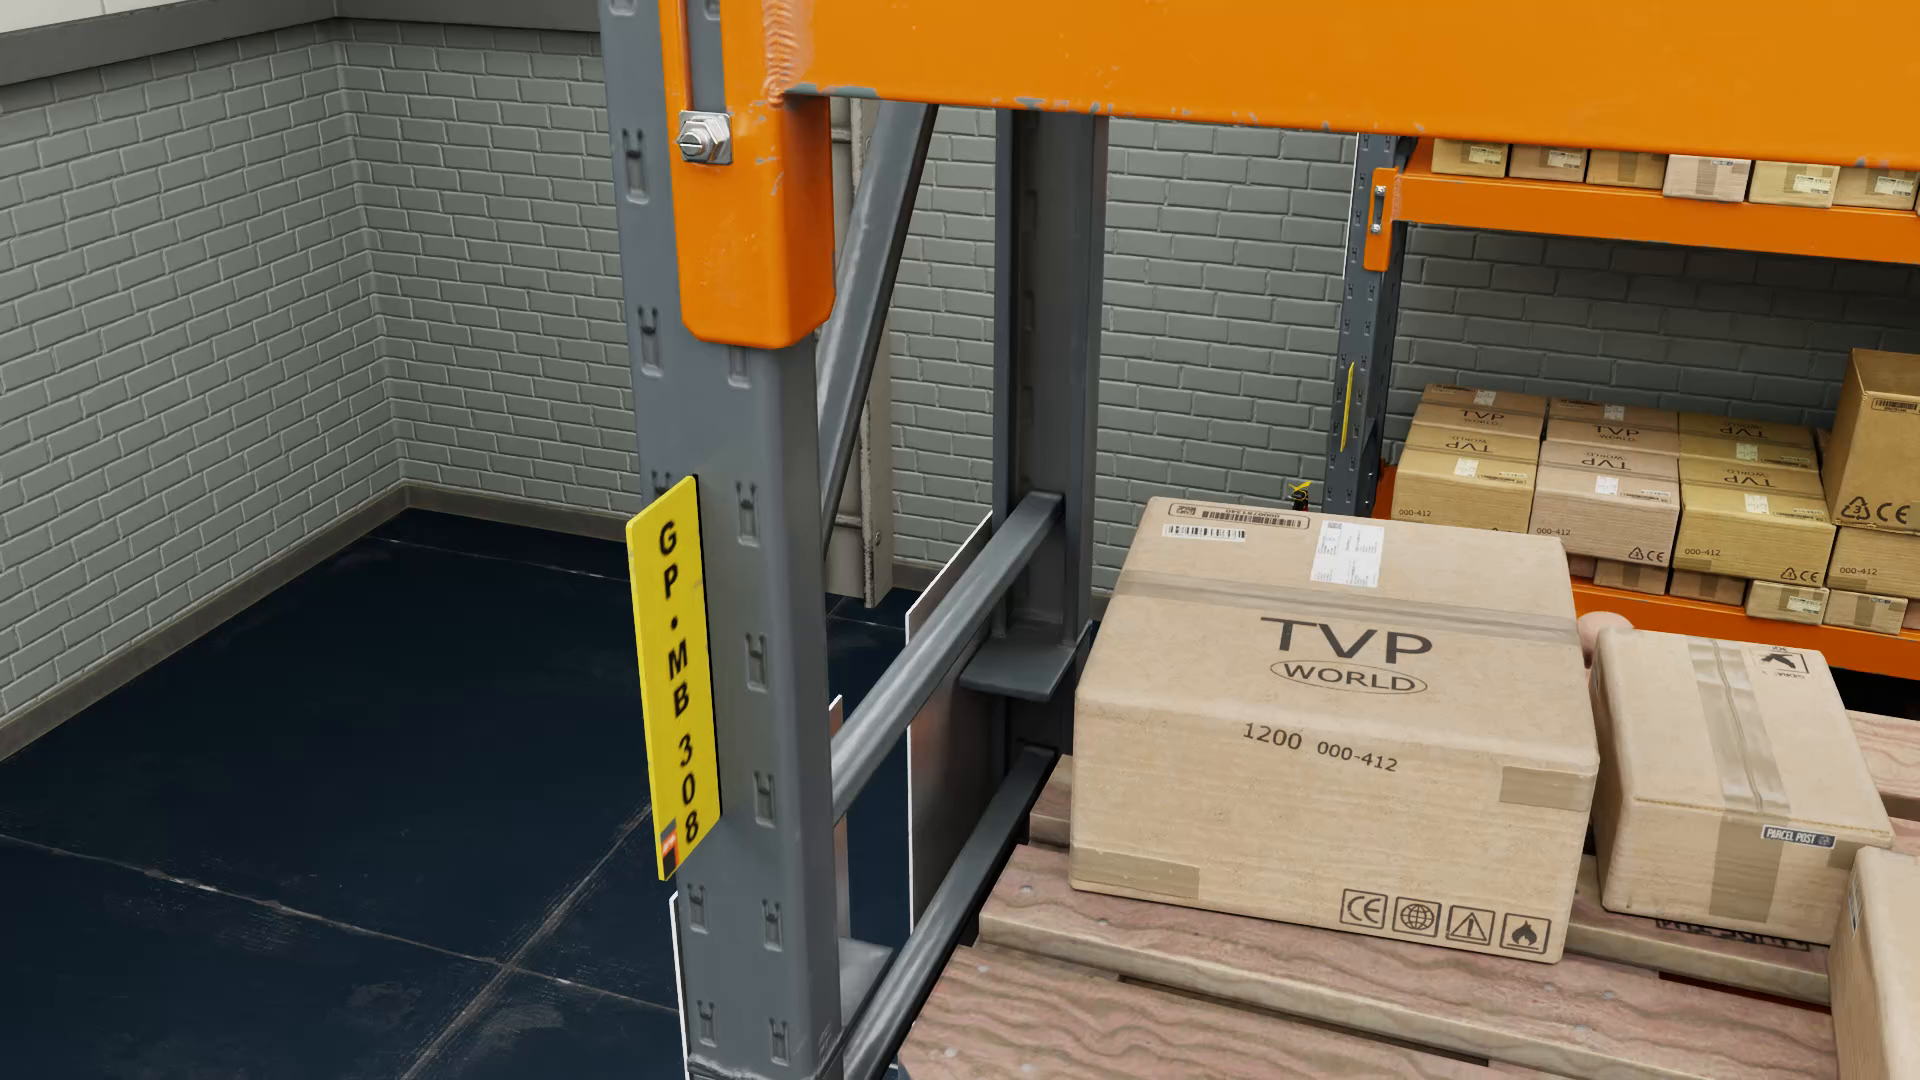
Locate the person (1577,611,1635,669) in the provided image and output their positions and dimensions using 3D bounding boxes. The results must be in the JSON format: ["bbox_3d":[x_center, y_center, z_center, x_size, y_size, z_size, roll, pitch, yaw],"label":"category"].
[{"bbox_3d":[1.869,1.029,5.395,0.756,1.767,0.619,8,26,15],"label":"person"}]
